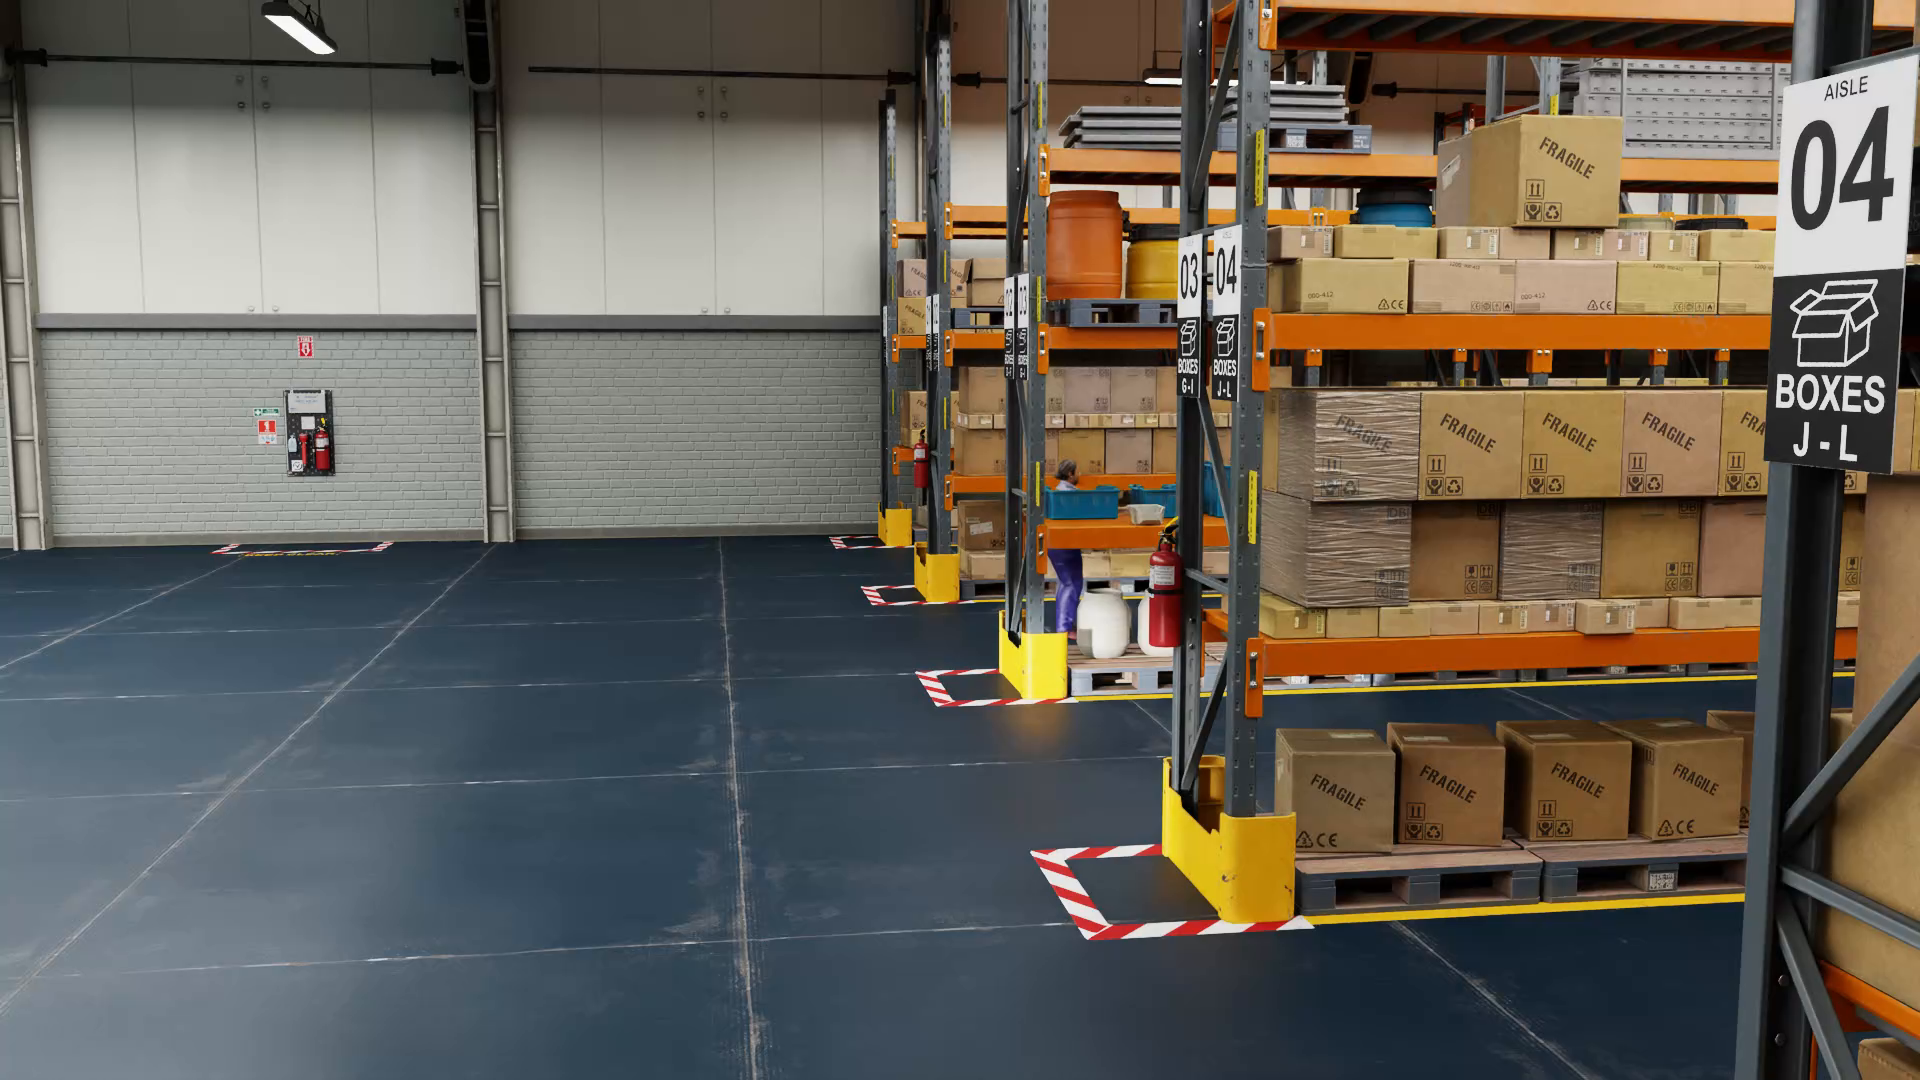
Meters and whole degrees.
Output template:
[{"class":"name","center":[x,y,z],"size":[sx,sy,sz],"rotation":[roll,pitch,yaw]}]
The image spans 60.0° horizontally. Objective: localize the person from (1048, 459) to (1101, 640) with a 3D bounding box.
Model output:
[{"class":"person","center":[1.051,0.075,15.306],"size":[0.534,1.646,0.435],"rotation":[-1,7,-10]}]
